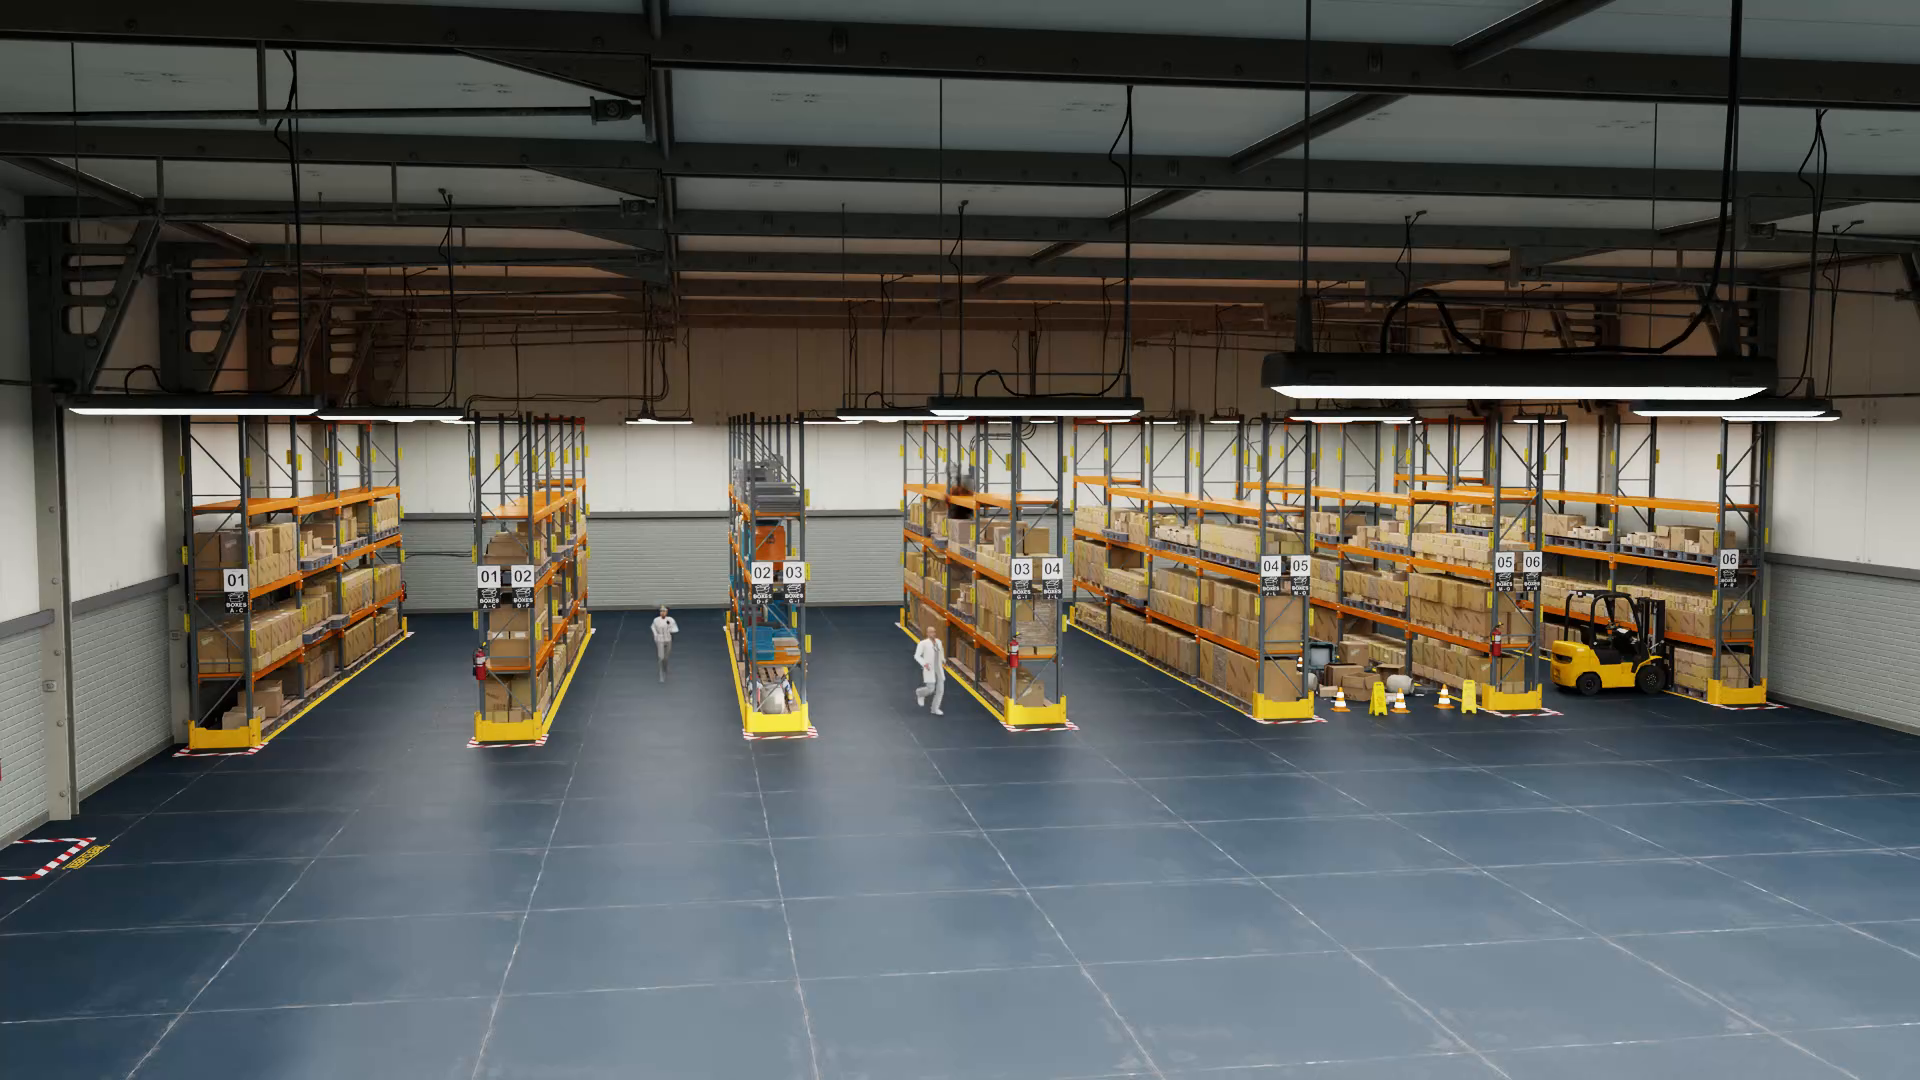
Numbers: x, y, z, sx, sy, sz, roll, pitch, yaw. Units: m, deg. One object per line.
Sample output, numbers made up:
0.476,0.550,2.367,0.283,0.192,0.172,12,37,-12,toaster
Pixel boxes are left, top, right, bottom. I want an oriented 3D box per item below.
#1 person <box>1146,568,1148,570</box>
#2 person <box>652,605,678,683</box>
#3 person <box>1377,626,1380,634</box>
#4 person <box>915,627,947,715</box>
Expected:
5.468,1.626,48.434,0.608,1.615,0.590,-2,4,-23,person
-6.655,2.333,37.554,0.584,1.754,0.760,-1,4,-13,person
11.259,1.800,44.981,0.682,1.747,0.687,-1,4,-9,person
-0.570,2.598,33.219,0.723,1.737,0.799,-3,5,-35,person
